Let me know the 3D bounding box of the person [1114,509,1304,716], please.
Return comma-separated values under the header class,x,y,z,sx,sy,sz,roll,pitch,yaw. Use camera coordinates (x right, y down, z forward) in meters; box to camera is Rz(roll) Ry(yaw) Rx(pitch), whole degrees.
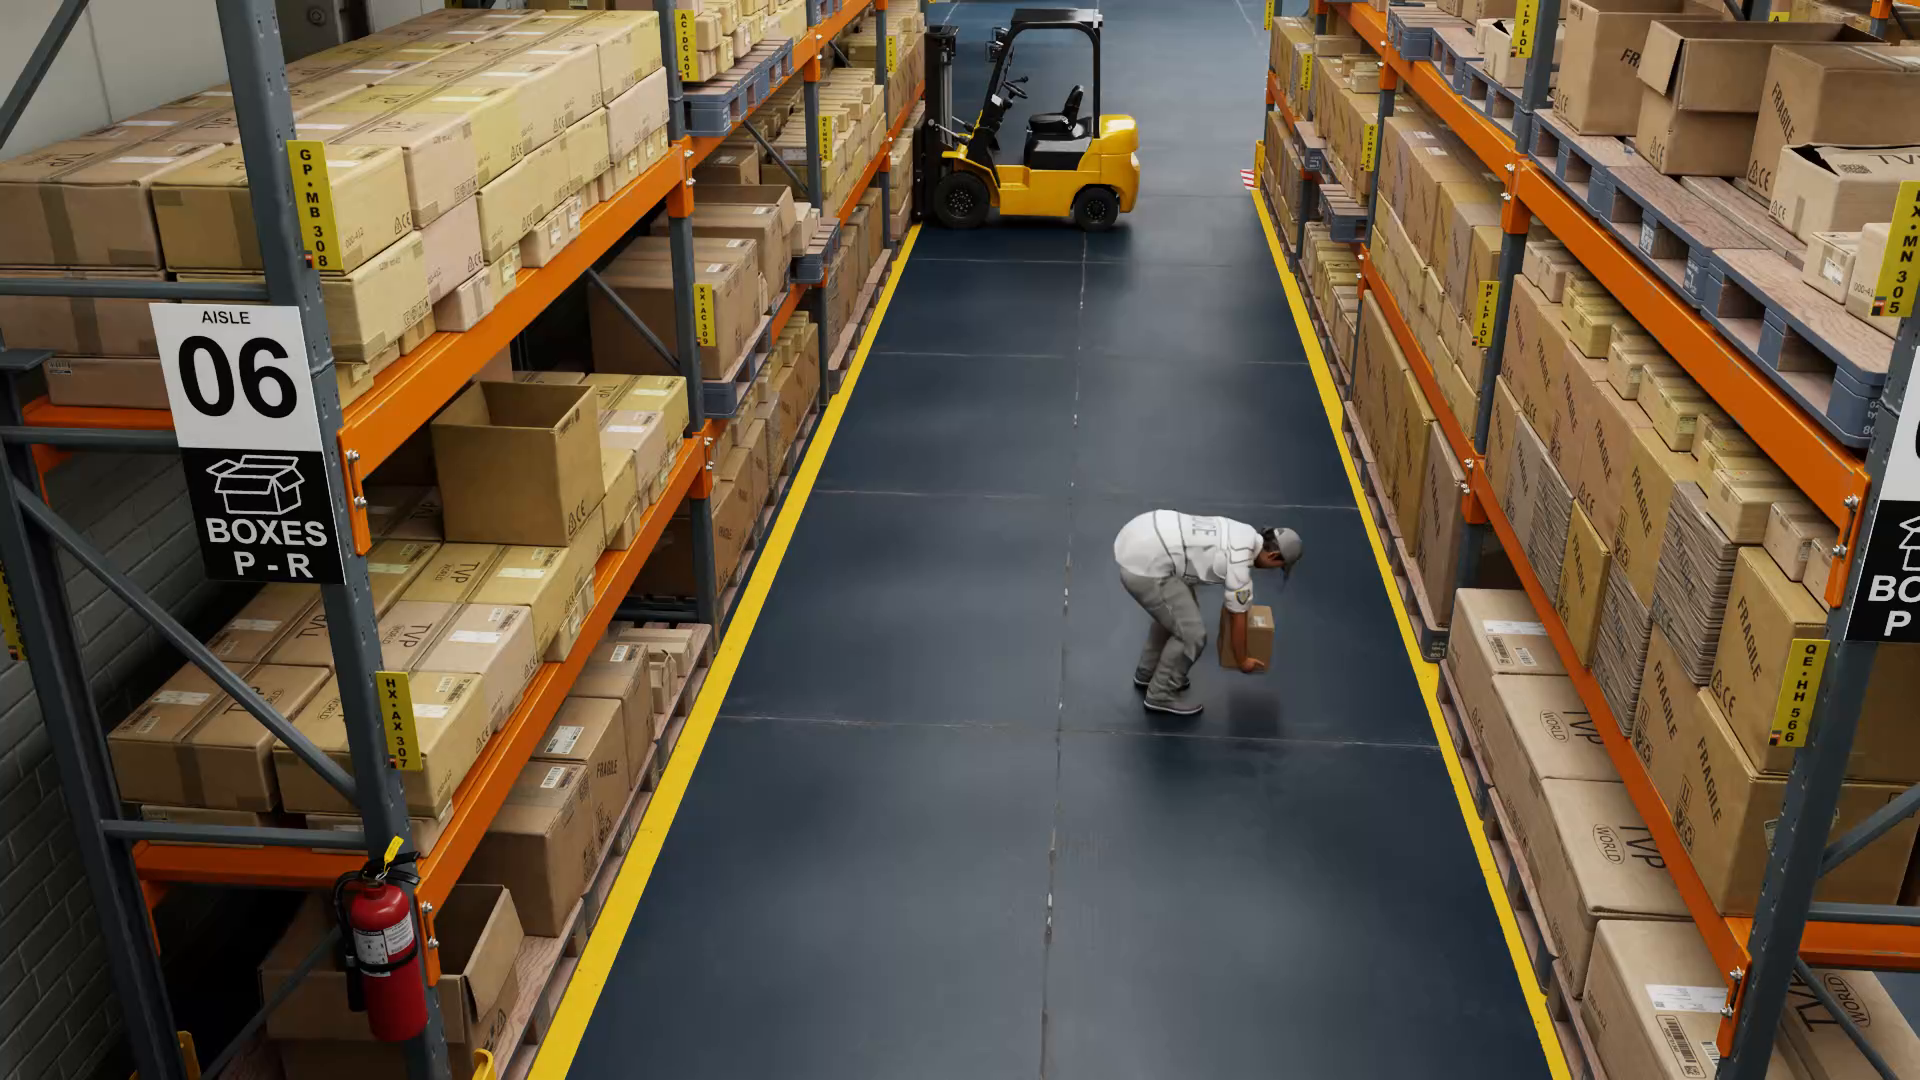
class,x,y,z,sx,sy,sz,roll,pitch,yaw
person,1.260,0.359,8.566,0.952,1.047,0.476,1,25,2
